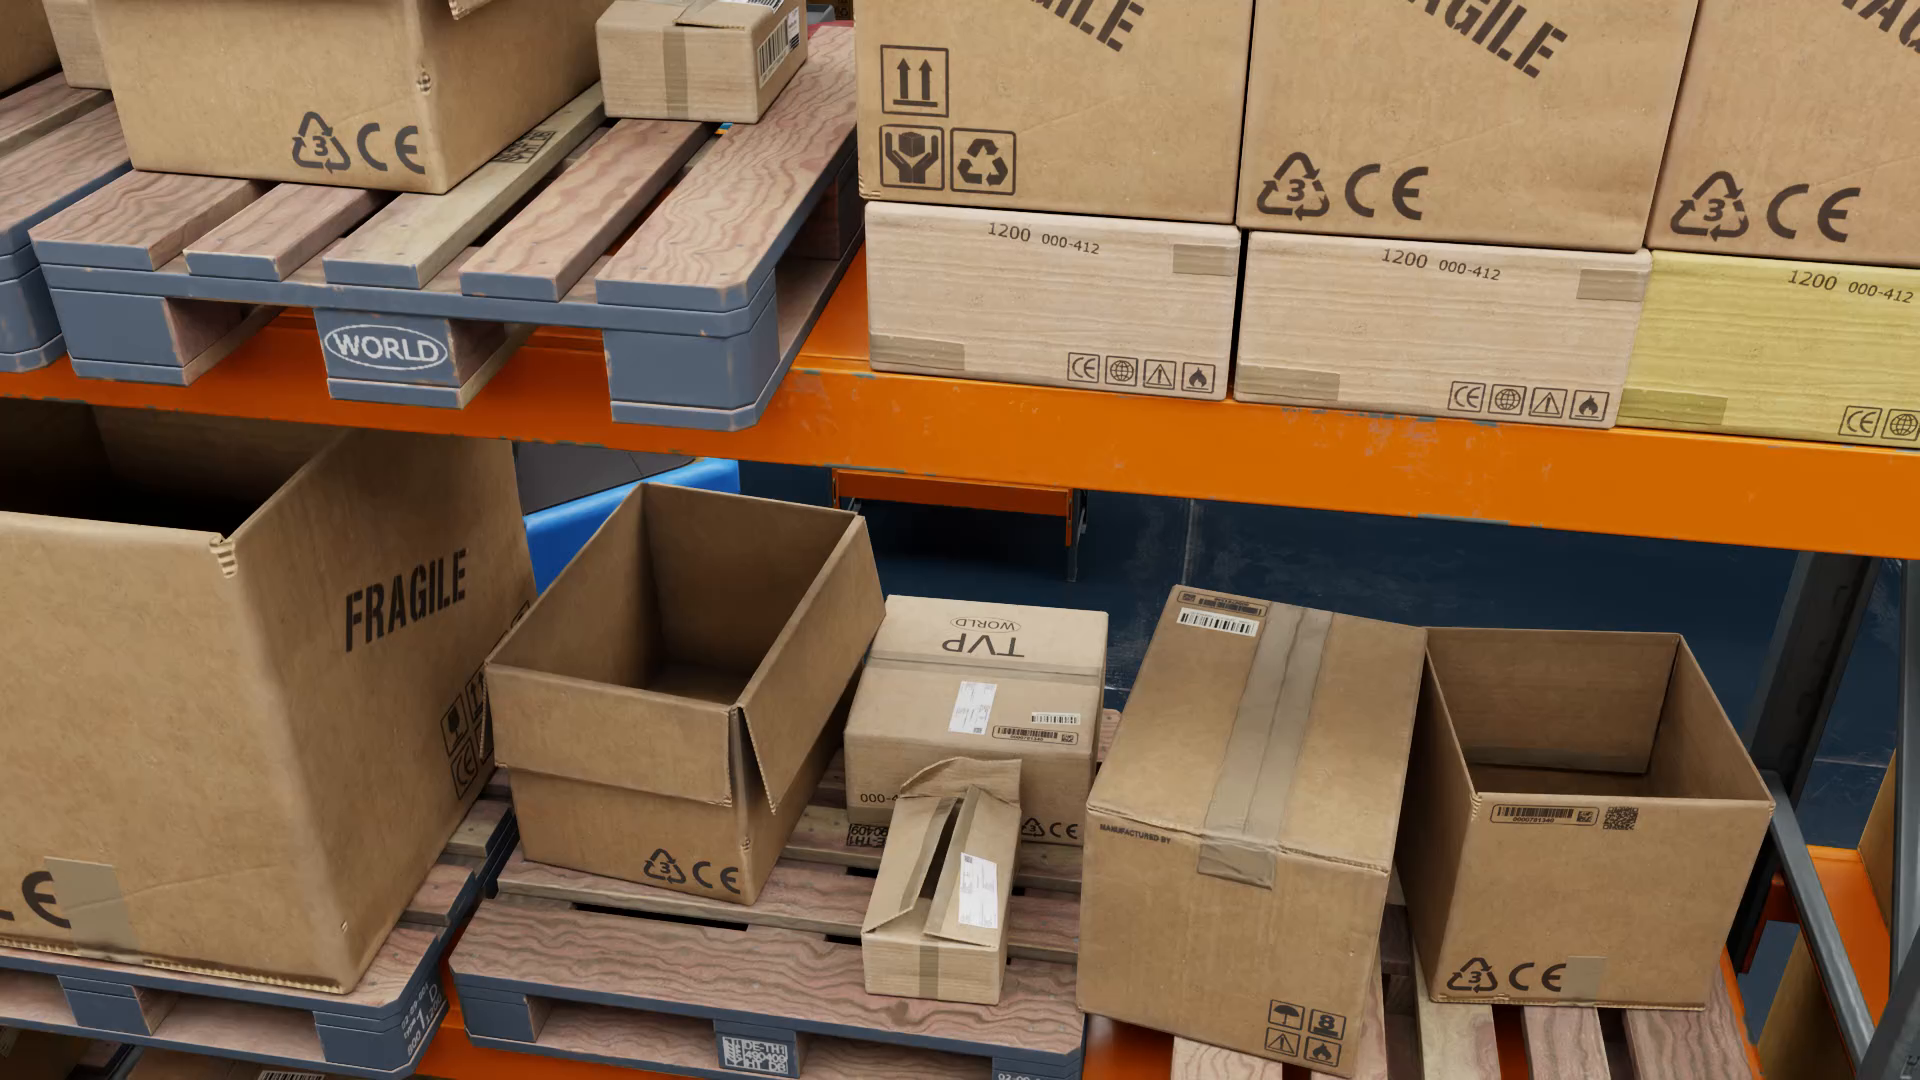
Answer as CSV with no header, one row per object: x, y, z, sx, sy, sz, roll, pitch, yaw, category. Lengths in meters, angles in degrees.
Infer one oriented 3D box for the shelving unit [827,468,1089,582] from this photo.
0.007,-0.476,6.951,1.048,1.125,0.538,5,32,8,shelving unit

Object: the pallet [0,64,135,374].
-1.691,-0.679,2.857,1.003,0.211,1.213,5,32,8,pallet

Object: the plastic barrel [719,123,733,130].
-1.119,-2.208,7.478,0.708,0.901,0.600,5,32,8,plastic barrel

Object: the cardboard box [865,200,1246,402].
0.165,-0.446,2.450,0.500,0.250,0.500,6,33,10,cardboard box

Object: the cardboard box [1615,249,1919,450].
1.151,-0.363,2.317,0.500,0.250,0.500,5,32,8,cardboard box

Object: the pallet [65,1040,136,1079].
-2.950,1.543,4.587,1.213,0.211,1.003,5,32,8,pallet

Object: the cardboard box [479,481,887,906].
-0.558,0.287,3.472,0.637,0.503,0.797,8,33,13,cardboard box

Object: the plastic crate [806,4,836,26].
-0.920,-2.332,8.089,0.583,0.464,0.402,5,32,8,plastic crate

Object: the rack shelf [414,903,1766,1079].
-0.310,0.886,3.686,4.000,0.370,1.077,5,32,8,rack shelf

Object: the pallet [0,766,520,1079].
-1.553,0.628,3.601,1.213,0.211,1.003,5,32,8,pallet

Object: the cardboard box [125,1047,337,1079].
-1.680,1.341,4.221,0.500,0.500,0.700,3,32,4,cardboard box

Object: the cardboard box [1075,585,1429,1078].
0.555,0.514,3.112,0.500,0.500,0.700,10,33,15,cardboard box

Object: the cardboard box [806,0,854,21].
-1.016,-4.314,12.804,0.500,0.500,0.500,5,32,8,cardboard box

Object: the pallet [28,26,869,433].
-0.668,-0.588,2.712,1.003,0.211,1.213,5,32,8,pallet

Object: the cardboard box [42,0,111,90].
-1.338,-0.959,2.858,0.258,0.266,0.396,6,33,10,cardboard box

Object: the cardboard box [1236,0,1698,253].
0.641,-0.718,2.178,0.500,0.500,0.500,5,32,8,cardboard box

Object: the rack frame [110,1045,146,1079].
-2.282,0.402,3.780,0.127,3.000,1.000,5,32,8,rack frame

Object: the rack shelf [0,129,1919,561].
-0.310,-0.386,2.890,4.000,0.370,1.077,5,32,8,rack shelf

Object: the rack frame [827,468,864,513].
-0.494,-0.522,7.023,0.032,1.125,0.500,5,32,8,rack frame

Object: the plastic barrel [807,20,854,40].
-0.542,-2.046,7.563,0.433,0.535,0.433,0,32,0,plastic barrel

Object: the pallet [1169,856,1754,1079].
0.941,0.833,3.274,1.003,0.211,1.213,5,32,8,pallet

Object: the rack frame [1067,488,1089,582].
0.508,-0.431,6.878,0.032,1.125,0.500,5,32,8,rack frame

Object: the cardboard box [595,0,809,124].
-0.417,-0.833,2.751,0.250,0.166,0.380,4,32,7,cardboard box

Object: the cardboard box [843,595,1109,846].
0.048,0.375,3.570,0.500,0.250,0.500,4,32,7,cardboard box

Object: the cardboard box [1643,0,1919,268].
1.149,-0.678,2.114,0.500,0.500,0.500,6,33,9,cardboard box

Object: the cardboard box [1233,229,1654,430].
0.660,-0.400,2.376,0.500,0.250,0.500,5,32,8,cardboard box

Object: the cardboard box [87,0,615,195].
-0.906,-0.914,2.562,0.637,0.503,0.797,6,33,10,cardboard box

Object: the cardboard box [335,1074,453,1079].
-1.213,1.394,4.138,0.500,0.500,0.700,5,32,8,cardboard box

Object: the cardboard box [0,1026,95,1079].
-2.670,1.227,4.423,0.500,0.500,0.500,4,32,7,cardboard box

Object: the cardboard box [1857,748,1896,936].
2.189,0.631,3.320,0.500,0.500,0.500,6,33,10,cardboard box

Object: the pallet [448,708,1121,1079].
-0.297,0.685,3.509,1.213,0.211,1.003,5,32,8,pallet

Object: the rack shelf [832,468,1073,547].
0.007,-0.269,7.080,1.000,0.278,0.538,5,32,8,rack shelf

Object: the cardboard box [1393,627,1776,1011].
1.122,0.511,3.116,0.500,0.500,0.500,1,32,2,cardboard box

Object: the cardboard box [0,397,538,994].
-1.522,0.114,3.280,1.000,1.000,1.000,5,32,9,cardboard box

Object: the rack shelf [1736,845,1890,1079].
3.633,1.243,3.116,4.000,0.370,1.077,5,32,8,rack shelf

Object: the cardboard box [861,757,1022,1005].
-0.028,0.630,3.146,0.258,0.266,0.396,4,32,7,cardboard box

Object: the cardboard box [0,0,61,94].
-1.835,-0.997,2.696,0.637,0.503,0.797,4,32,6,cardboard box

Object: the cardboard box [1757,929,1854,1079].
2.338,1.554,3.547,0.875,0.875,1.225,4,32,6,cardboard box

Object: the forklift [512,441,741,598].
-2.255,-0.393,5.115,3.031,2.935,1.130,-20,37,-29,forklift

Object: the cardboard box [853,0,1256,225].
0.156,-0.771,2.262,0.500,0.500,0.500,6,32,9,cardboard box
